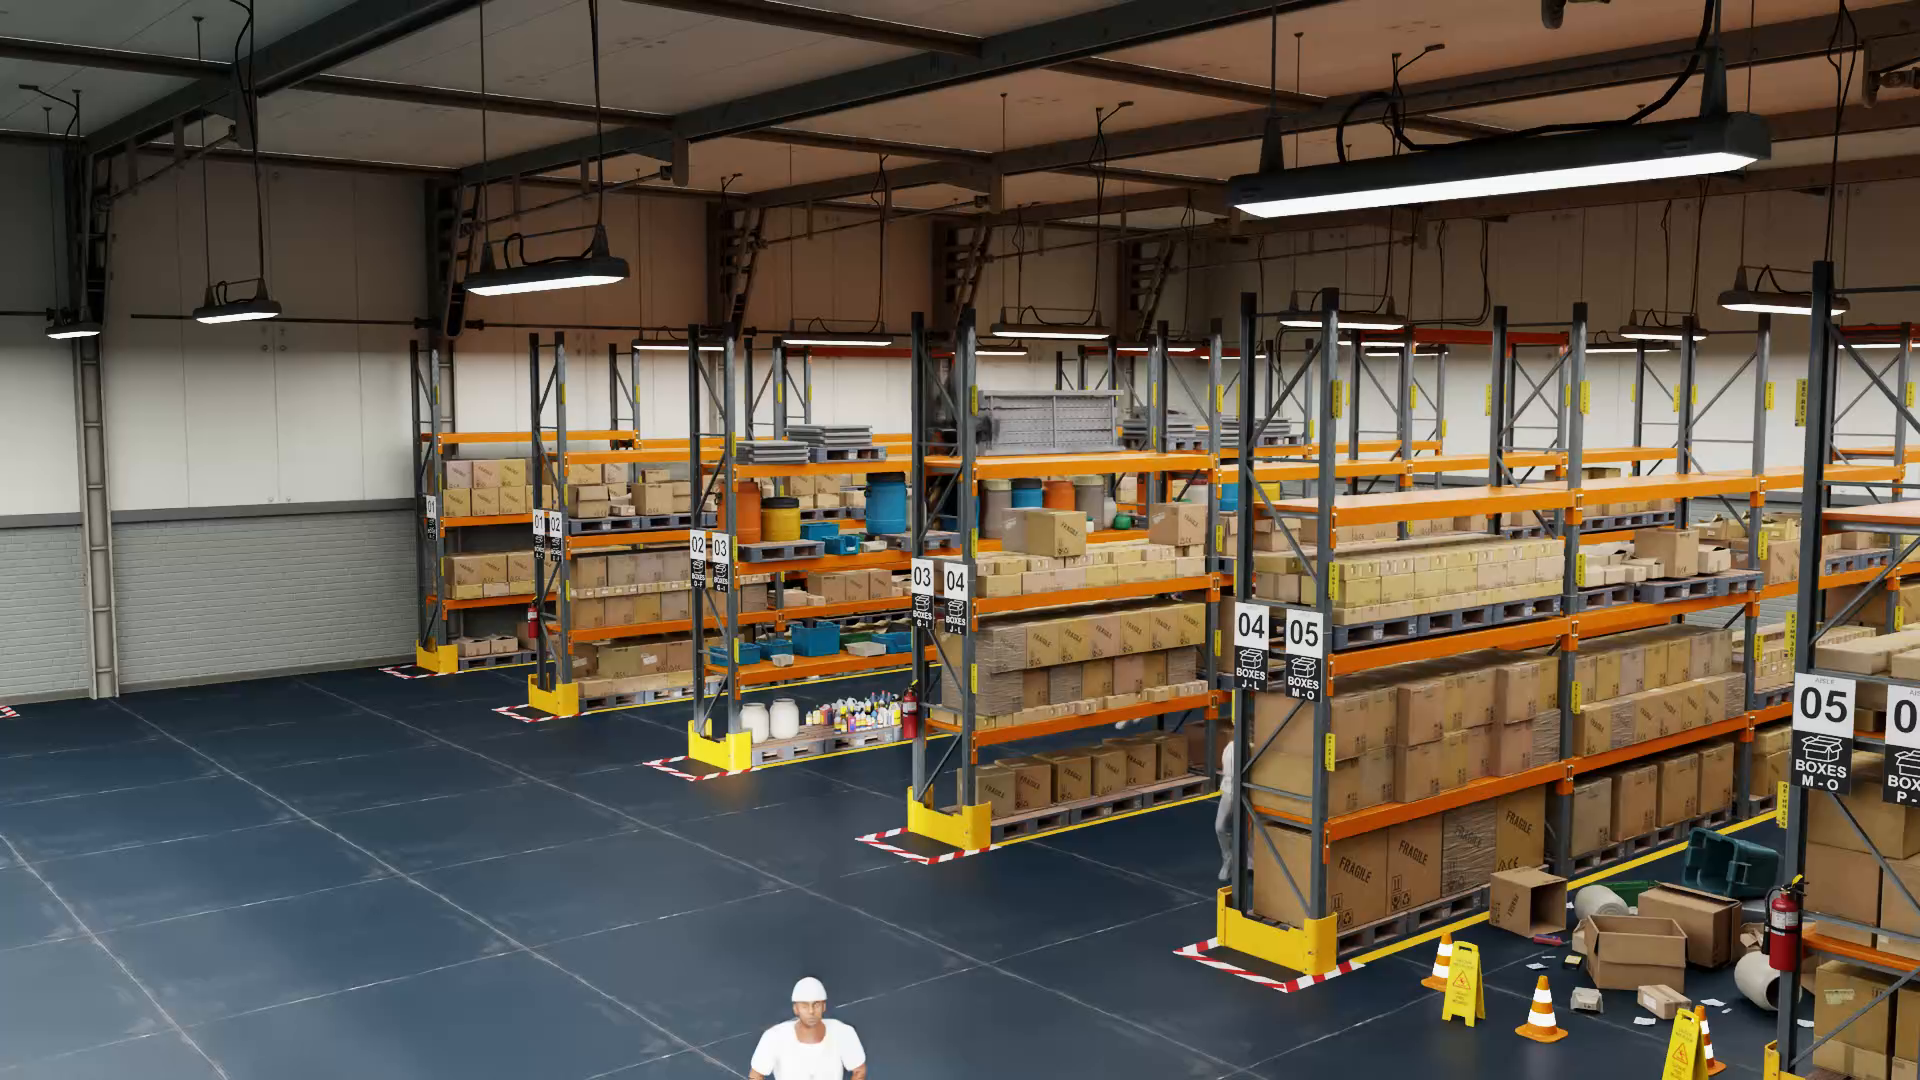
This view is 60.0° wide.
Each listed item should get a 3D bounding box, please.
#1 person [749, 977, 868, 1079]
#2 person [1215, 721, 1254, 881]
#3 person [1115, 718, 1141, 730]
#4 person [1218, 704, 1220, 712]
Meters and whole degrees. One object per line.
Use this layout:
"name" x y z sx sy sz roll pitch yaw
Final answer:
"person" -0.882 3.409 9.789 0.702 1.720 0.589 -1 5 -11
"person" 2.923 2.715 17.475 0.590 1.742 0.677 4 7 40
"person" 2.406 1.776 23.791 0.689 1.826 0.927 4 6 35
"person" 3.740 1.729 24.925 0.677 1.834 0.654 4 7 40
